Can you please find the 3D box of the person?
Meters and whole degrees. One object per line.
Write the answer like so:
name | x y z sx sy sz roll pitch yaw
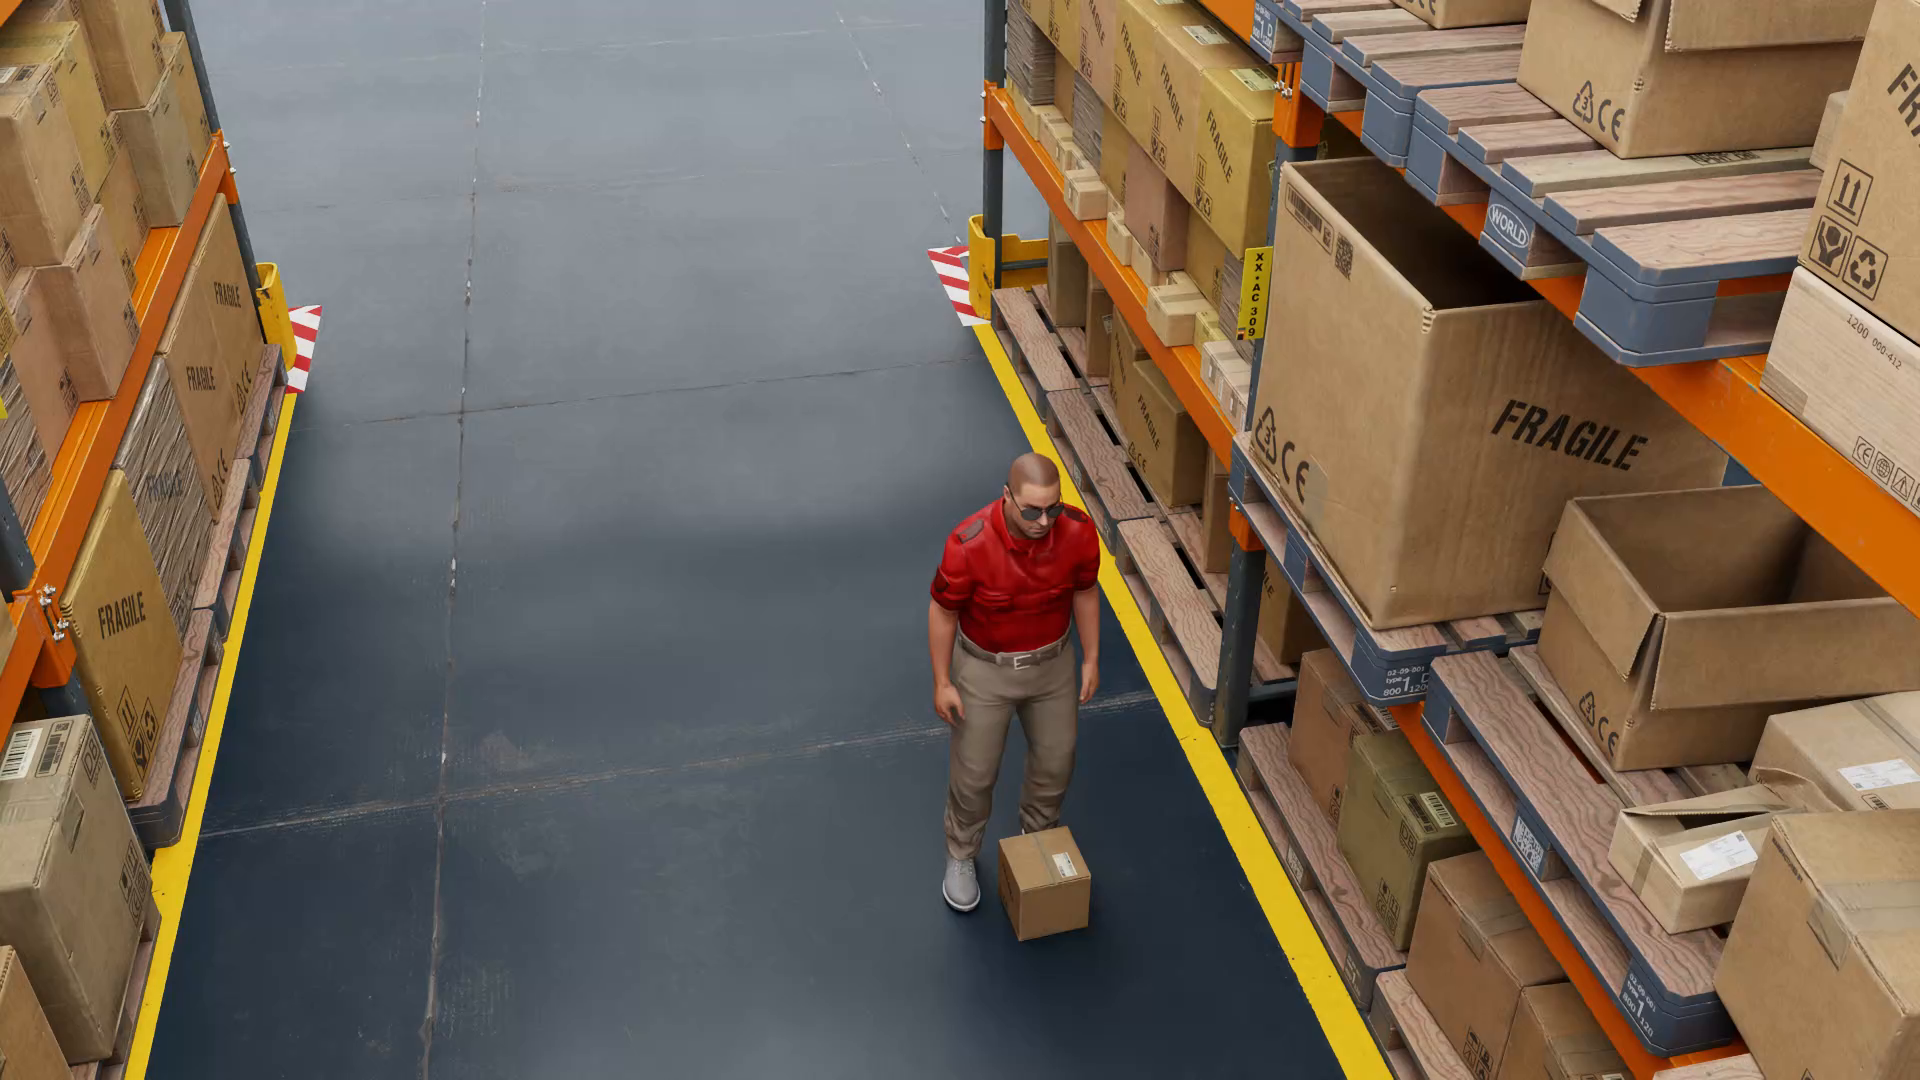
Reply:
person | 0.189 0.443 5.501 0.586 1.726 0.400 -9 35 -13
